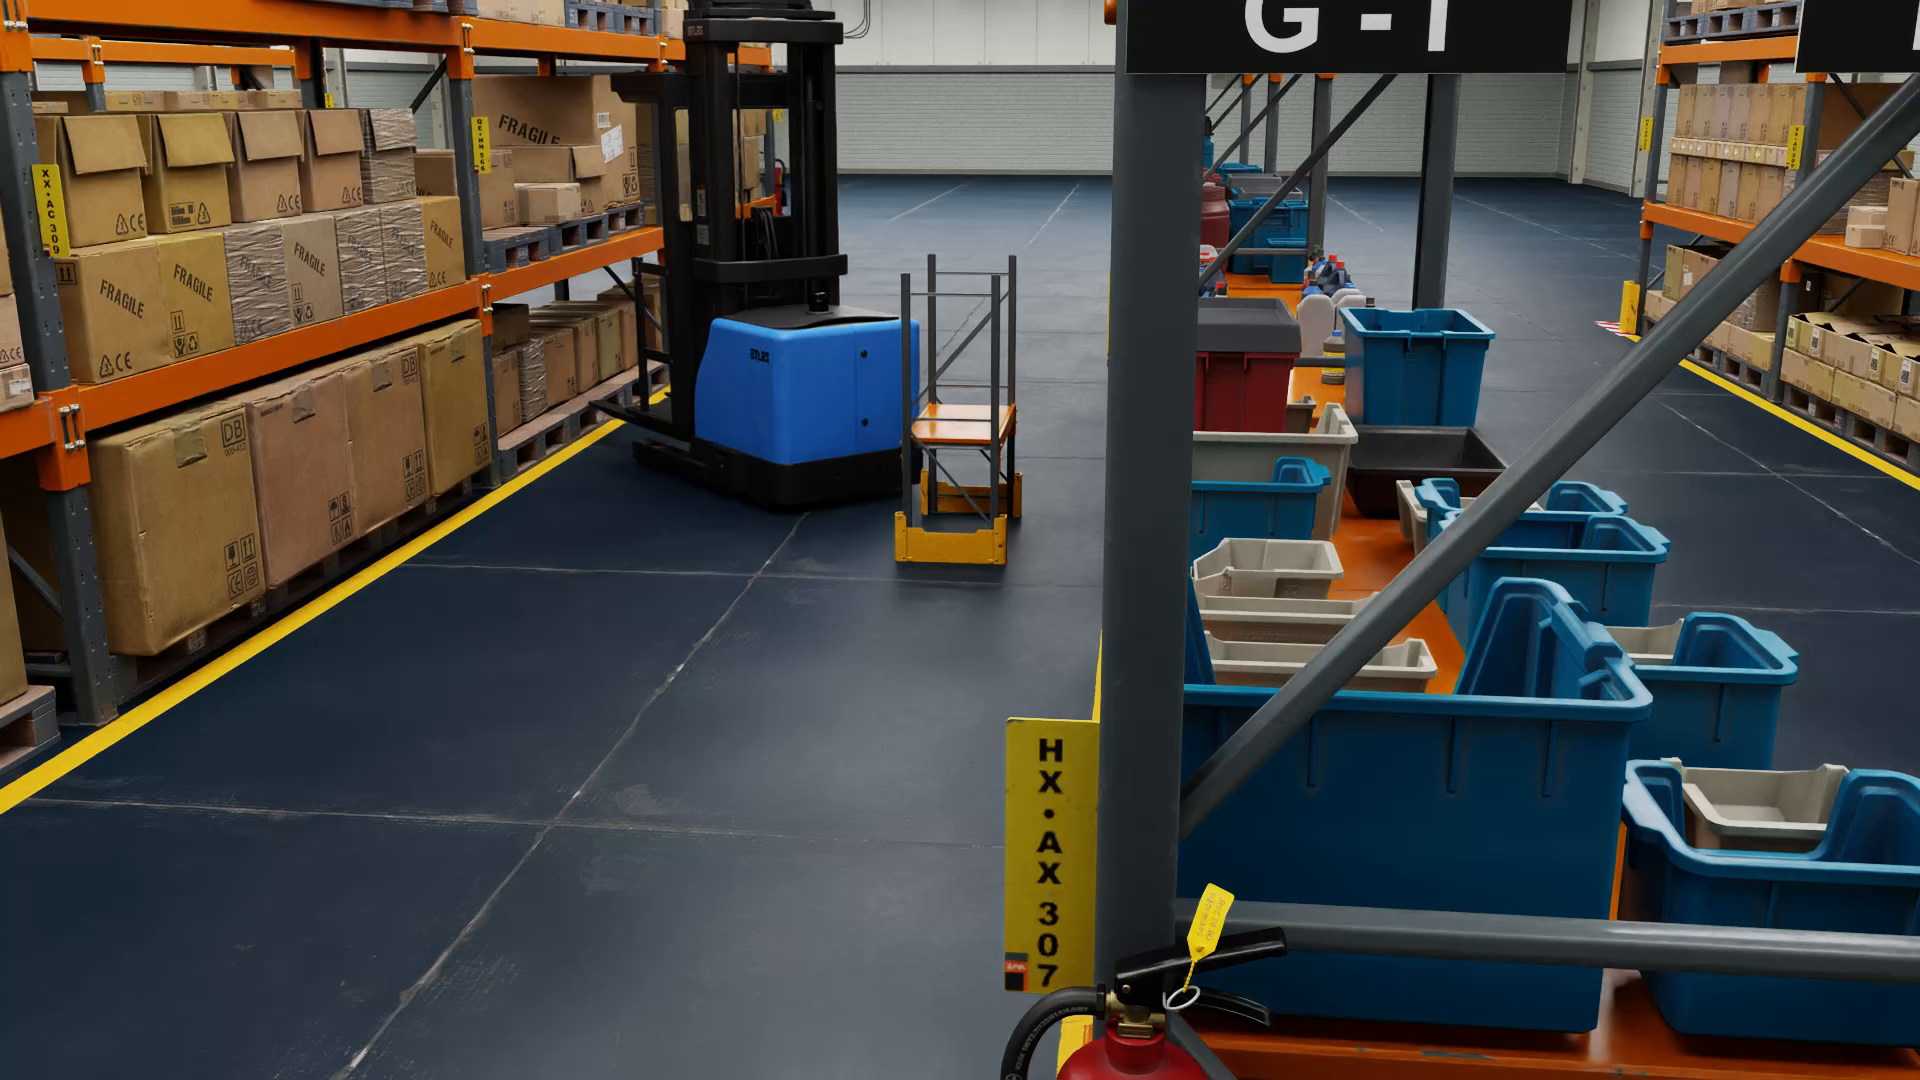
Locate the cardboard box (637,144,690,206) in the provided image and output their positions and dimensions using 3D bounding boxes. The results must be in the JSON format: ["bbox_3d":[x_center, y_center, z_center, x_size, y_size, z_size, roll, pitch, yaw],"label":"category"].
[{"bbox_3d":[-2.807,-3.126,14.213,0.875,0.500,0.500,2,15,6],"label":"cardboard box"}]

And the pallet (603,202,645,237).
[{"bbox_3d":[-3.150,-2.532,13.148,1.003,0.211,1.213,2,15,6],"label":"pallet"}]

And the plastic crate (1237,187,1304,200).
[{"bbox_3d":[2.037,-2.076,10.972,0.402,0.464,0.583,2,15,6],"label":"plastic crate"}]

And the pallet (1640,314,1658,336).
[{"bbox_3d":[7.330,-2.018,16.220,1.003,0.211,1.213,2,15,6],"label":"pallet"}]

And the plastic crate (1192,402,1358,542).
[{"bbox_3d":[0.744,-0.179,4.190,0.437,0.282,0.530,2,15,6],"label":"plastic crate"}]

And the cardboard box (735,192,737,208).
[{"bbox_3d":[-2.360,-3.263,15.963,0.380,0.149,0.250,2,15,6],"label":"cardboard box"}]

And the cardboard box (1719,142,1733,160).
[{"bbox_3d":[6.942,-3.431,14.669,0.380,0.149,0.250,2,15,7],"label":"cardboard box"}]

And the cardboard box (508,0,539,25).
[{"bbox_3d":[-3.006,-3.404,10.547,0.500,0.250,0.500,2,15,8],"label":"cardboard box"}]

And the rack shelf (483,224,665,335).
[{"bbox_3d":[-3.145,-1.953,12.015,1.077,0.370,4.000,2,15,6],"label":"rack shelf"}]

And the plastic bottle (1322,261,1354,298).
[{"bbox_3d":[1.705,-1.075,7.486,0.144,0.351,0.185,2,15,6],"label":"plastic bottle"}]

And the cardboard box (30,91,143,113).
[{"bbox_3d":[-7.760,-3.679,14.667,0.875,0.550,0.550,2,15,6],"label":"cardboard box"}]

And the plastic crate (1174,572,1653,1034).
[{"bbox_3d":[0.500,0.301,2.119,0.616,0.435,0.499,2,15,6],"label":"plastic crate"}]

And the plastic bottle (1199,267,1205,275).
[{"bbox_3d":[1.255,-1.318,8.670,0.097,0.201,0.097,0,15,0],"label":"plastic bottle"}]

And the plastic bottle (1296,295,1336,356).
[{"bbox_3d":[1.483,-0.892,6.950,0.152,0.276,0.135,2,15,6],"label":"plastic bottle"}]

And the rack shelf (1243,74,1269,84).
[{"bbox_3d":[2.228,-4.292,14.921,1.077,0.370,4.000,2,15,6],"label":"rack shelf"}]

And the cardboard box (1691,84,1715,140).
[{"bbox_3d":[7.249,-3.967,15.409,0.700,0.500,0.500,1,15,5],"label":"cardboard box"}]

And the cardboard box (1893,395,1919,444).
[{"bbox_3d":[6.403,-0.772,10.733,0.500,0.250,0.500,2,15,8],"label":"cardboard box"}]

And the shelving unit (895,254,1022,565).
[{"bbox_3d":[0.009,-0.744,9.039,0.587,1.500,1.083,2,15,6],"label":"shelving unit"}]

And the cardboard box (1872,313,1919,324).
[{"bbox_3d":[7.163,-1.559,12.568,0.500,0.311,0.500,2,15,6],"label":"cardboard box"}]

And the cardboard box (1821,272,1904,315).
[{"bbox_3d":[7.287,-1.874,13.374,0.500,0.500,0.500,2,15,6],"label":"cardboard box"}]

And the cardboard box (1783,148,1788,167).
[{"bbox_3d":[6.771,-3.028,13.181,0.380,0.149,0.250,1,15,5],"label":"cardboard box"}]

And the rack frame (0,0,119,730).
[{"bbox_3d":[-3.822,-0.744,6.167,1.000,3.000,0.127,2,15,6],"label":"rack frame"}]

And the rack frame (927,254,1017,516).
[{"bbox_3d":[0.067,-0.878,9.536,0.500,1.500,0.032,2,15,6],"label":"rack frame"}]

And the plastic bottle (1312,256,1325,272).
[{"bbox_3d":[1.850,-1.316,8.529,0.097,0.271,0.097,0,15,0],"label":"plastic bottle"}]

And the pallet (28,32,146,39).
[{"bbox_3d":[-7.733,-4.608,14.881,1.003,0.211,1.213,2,15,6],"label":"pallet"}]

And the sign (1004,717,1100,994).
[{"bbox_3d":[0.100,0.349,1.813,0.100,0.325,0.005,2,15,6],"label":"sign"}]

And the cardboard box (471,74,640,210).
[{"bbox_3d":[-3.148,-3.109,12.960,1.000,1.000,1.000,2,15,7],"label":"cardboard box"}]

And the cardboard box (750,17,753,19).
[{"bbox_3d":[-2.257,-5.205,16.441,0.380,0.149,0.250,1,15,4],"label":"cardboard box"}]

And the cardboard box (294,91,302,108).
[{"bbox_3d":[-7.465,-4.527,17.802,0.875,0.550,0.550,2,15,6],"label":"cardboard box"}]

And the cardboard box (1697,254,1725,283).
[{"bbox_3d":[6.921,-2.279,14.872,0.500,0.500,0.500,2,15,6],"label":"cardboard box"}]

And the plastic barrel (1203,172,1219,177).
[{"bbox_3d":[1.593,-2.307,11.685,0.433,0.535,0.433,0,15,0],"label":"plastic barrel"}]

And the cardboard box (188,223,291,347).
[{"bbox_3d":[-3.409,-1.164,7.530,0.500,0.500,0.500,1,15,5],"label":"cardboard box"}]

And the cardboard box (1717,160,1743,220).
[{"bbox_3d":[7.137,-3.089,14.649,0.700,0.500,0.500,2,15,8],"label":"cardboard box"}]

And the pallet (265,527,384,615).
[{"bbox_3d":[-3.675,0.083,8.452,1.003,0.211,1.213,2,15,6],"label":"pallet"}]

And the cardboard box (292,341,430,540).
[{"bbox_3d":[-3.577,-0.549,8.712,1.225,0.875,0.875,2,15,6],"label":"cardboard box"}]

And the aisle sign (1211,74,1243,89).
[{"bbox_3d":[2.757,-4.975,16.834,0.394,0.787,0.004,2,15,6],"label":"aisle sign"}]

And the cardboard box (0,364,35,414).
[{"bbox_3d":[-3.531,-0.534,5.871,0.380,0.149,0.250,2,15,7],"label":"cardboard box"}]

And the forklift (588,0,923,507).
[{"bbox_3d":[-1.511,-1.935,10.704,1.130,2.935,3.031,-11,19,-35],"label":"forklift"}]

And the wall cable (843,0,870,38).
[{"bbox_3d":[-3.759,-16.899,47.904,2.305,6.003,0.169,2,15,6],"label":"wall cable"}]

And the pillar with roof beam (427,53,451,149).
[{"bbox_3d":[-10.558,-14.689,46.246,9.100,9.000,0.400,2,15,6],"label":"pillar with roof beam"}]

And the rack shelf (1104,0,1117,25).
[{"bbox_3d":[0.874,-1.180,3.411,1.077,0.370,4.000,2,15,6],"label":"rack shelf"}]

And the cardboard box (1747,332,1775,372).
[{"bbox_3d":[6.759,-1.528,13.530,0.500,0.250,0.500,2,15,6],"label":"cardboard box"}]

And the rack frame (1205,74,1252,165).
[{"bbox_3d":[2.453,-3.710,17.137,1.000,3.000,0.127,2,15,6],"label":"rack frame"}]

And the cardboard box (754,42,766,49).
[{"bbox_3d":[-2.270,-5.099,16.814,0.500,0.250,0.500,2,15,8],"label":"cardboard box"}]

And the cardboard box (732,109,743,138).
[{"bbox_3d":[-2.394,-4.121,15.980,0.500,0.500,0.500,2,15,6],"label":"cardboard box"}]

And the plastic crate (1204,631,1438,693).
[{"bbox_3d":[0.607,0.246,2.895,0.396,0.136,0.243,2,15,6],"label":"plastic crate"}]

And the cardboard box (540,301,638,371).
[{"bbox_3d":[-3.010,-1.666,13.522,0.700,0.500,0.500,1,15,2],"label":"cardboard box"}]

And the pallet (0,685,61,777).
[{"bbox_3d":[-3.986,0.797,5.810,1.003,0.211,1.213,2,15,6],"label":"pallet"}]

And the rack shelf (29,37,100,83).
[{"bbox_3d":[-8.062,-3.573,12.261,1.077,0.370,4.000,2,15,6],"label":"rack shelf"}]

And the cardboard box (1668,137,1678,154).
[{"bbox_3d":[7.116,-3.829,16.143,0.380,0.149,0.250,2,15,6],"label":"cardboard box"}]

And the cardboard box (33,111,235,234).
[{"bbox_3d":[-3.669,-1.620,7.293,0.797,0.503,0.637,2,15,7],"label":"cardboard box"}]

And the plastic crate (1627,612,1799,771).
[{"bbox_3d":[1.077,0.266,2.637,0.416,0.233,0.300,2,15,6],"label":"plastic crate"}]
